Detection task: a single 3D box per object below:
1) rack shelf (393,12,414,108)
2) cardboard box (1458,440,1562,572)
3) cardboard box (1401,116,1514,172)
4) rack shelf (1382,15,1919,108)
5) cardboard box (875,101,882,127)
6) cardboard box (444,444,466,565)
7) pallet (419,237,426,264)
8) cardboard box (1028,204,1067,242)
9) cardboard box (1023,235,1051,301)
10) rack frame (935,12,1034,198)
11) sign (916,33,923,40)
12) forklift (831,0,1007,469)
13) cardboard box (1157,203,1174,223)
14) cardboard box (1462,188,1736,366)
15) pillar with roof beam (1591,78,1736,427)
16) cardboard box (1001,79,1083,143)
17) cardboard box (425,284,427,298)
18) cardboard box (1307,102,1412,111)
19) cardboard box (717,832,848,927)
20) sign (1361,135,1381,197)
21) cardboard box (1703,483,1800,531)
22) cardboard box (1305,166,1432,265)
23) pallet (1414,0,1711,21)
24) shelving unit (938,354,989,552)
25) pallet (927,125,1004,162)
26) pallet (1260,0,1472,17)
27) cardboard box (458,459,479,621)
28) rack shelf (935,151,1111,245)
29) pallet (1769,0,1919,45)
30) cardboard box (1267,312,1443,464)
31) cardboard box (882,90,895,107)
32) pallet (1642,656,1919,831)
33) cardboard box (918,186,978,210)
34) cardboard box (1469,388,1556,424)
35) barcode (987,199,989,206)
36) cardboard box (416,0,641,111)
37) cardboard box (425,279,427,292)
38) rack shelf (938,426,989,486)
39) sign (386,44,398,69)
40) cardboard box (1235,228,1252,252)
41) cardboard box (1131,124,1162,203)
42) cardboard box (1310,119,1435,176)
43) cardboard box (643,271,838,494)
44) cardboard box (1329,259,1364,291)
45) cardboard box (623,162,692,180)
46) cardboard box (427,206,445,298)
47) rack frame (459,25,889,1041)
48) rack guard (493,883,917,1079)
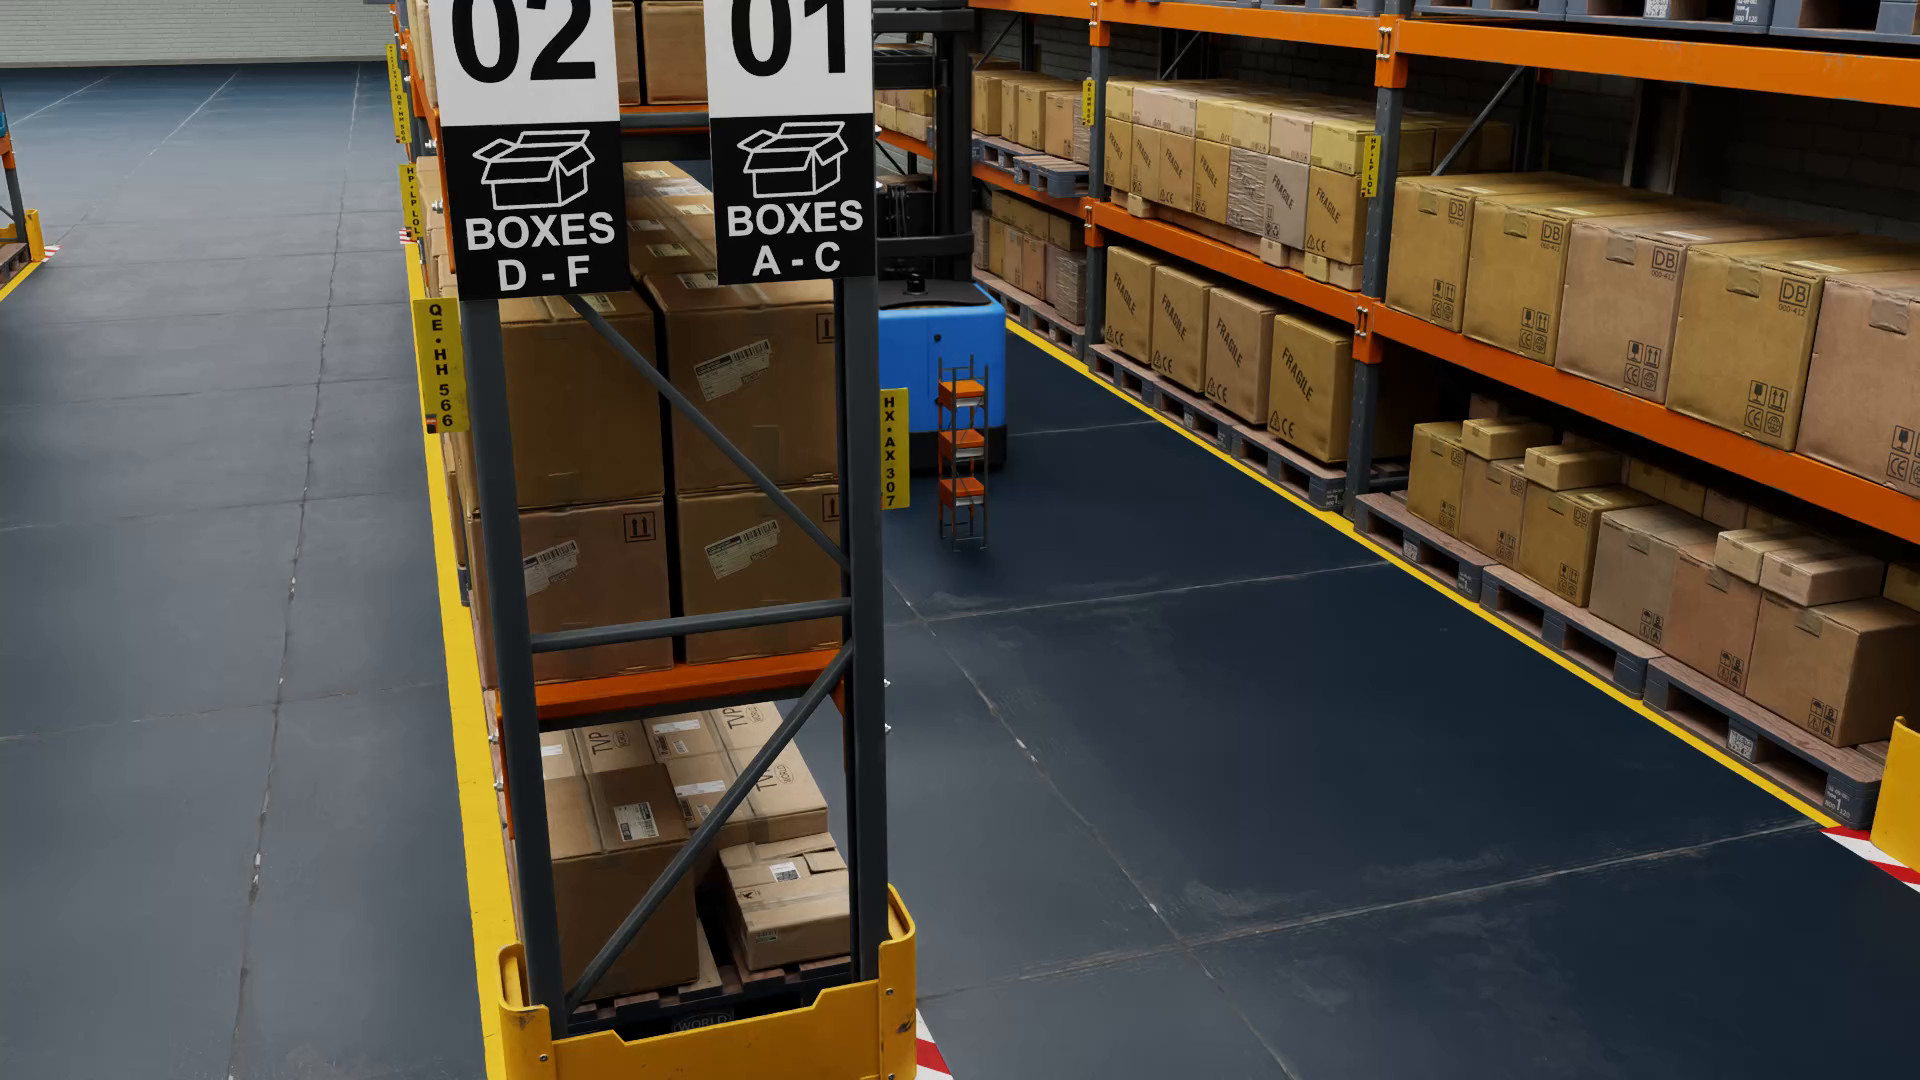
[{"bbox_3d":[-2.583,-2.770,9.318,1.077,0.370,4.000,-6,21,-17],"label":"rack shelf"},{"bbox_3d":[3.040,-0.191,8.588,0.700,0.500,0.500,-7,21,-18],"label":"cardboard box"},{"bbox_3d":[2.850,-2.307,9.676,0.500,0.250,0.500,-6,21,-16],"label":"cardboard box"},{"bbox_3d":[3.376,-2.014,7.213,1.077,0.370,4.000,-6,21,-17],"label":"rack shelf"},{"bbox_3d":[-0.685,-4.690,18.229,0.500,0.250,0.500,-6,21,-17],"label":"cardboard box"},{"bbox_3d":[-2.381,-0.214,8.621,0.500,0.500,0.500,-7,21,-17],"label":"cardboard box"},{"bbox_3d":[-2.932,-2.038,10.938,1.213,0.211,1.003,-6,21,-17],"label":"pallet"},{"bbox_3d":[0.928,-2.829,14.794,0.500,0.250,0.500,-6,21,-17],"label":"cardboard box"},{"bbox_3d":[0.980,-2.456,14.865,0.700,0.500,0.500,-7,21,-17],"label":"cardboard box"},{"bbox_3d":[0.233,-4.150,16.533,1.000,3.000,0.127,-6,21,-17],"label":"rack frame"},{"bbox_3d":[-0.491,-6.180,20.003,0.100,0.325,0.005,-6,21,-17],"label":"sign"},{"bbox_3d":[-0.513,-2.265,11.385,1.130,2.935,3.031,-4,20,-12],"label":"forklift"},{"bbox_3d":[1.644,-2.383,11.957,0.380,0.149,0.250,-7,21,-18],"label":"cardboard box"},{"bbox_3d":[3.127,-1.313,8.191,0.980,0.700,0.700,-7,21,-19],"label":"cardboard box"},{"bbox_3d":[-0.298,-3.816,6.728,9.100,9.000,0.400,-6,21,-17],"label":"pillar with roof beam"},{"bbox_3d":[0.766,-3.849,14.896,0.700,0.500,0.500,-4,20,-10],"label":"cardboard box"},{"bbox_3d":[-4.252,-2.040,14.105,0.500,0.250,0.500,-7,21,-19],"label":"cardboard box"},{"bbox_3d":[2.517,-2.635,10.588,0.500,0.250,0.500,-7,21,-19],"label":"cardboard box"},{"bbox_3d":[-0.581,1.104,5.446,0.380,0.166,0.250,-6,21,-17],"label":"cardboard box"},{"bbox_3d":[2.235,-2.029,9.033,0.100,0.325,0.005,-6,21,-17],"label":"sign"},{"bbox_3d":[3.600,-0.145,7.500,0.380,0.149,0.250,-6,21,-16],"label":"cardboard box"},{"bbox_3d":[2.363,-1.900,9.652,0.500,0.500,0.500,-7,21,-18],"label":"cardboard box"},{"bbox_3d":[2.994,-2.689,8.159,1.003,0.211,1.213,-6,21,-17],"label":"pallet"},{"bbox_3d":[0.017,-0.477,9.191,0.215,1.050,0.252,-6,21,-17],"label":"shelving unit"},{"bbox_3d":[0.335,-3.799,15.839,1.003,0.211,1.213,-6,21,-17],"label":"pallet"},{"bbox_3d":[2.412,-3.193,9.715,0.805,0.209,1.217,-7,21,-19],"label":"pallet"},{"bbox_3d":[-1.262,-0.099,5.108,0.500,0.500,0.500,-6,21,-17],"label":"cardboard box"},{"bbox_3d":[0.861,-3.169,14.867,1.077,0.370,4.000,-6,21,-17],"label":"rack shelf"},{"bbox_3d":[3.761,-1.906,5.979,1.003,0.211,1.213,-6,21,-17],"label":"pallet"},{"bbox_3d":[2.420,-0.963,10.220,0.750,0.750,0.750,-6,21,-17],"label":"cardboard box"},{"bbox_3d":[-0.520,-4.883,17.656,0.500,0.500,0.500,-7,21,-19],"label":"cardboard box"},{"bbox_3d":[3.679,0.765,6.974,1.003,0.211,1.213,-6,21,-17],"label":"pallet"},{"bbox_3d":[-0.131,-3.509,17.796,0.500,0.500,0.500,-8,21,-21],"label":"cardboard box"},{"bbox_3d":[3.028,-0.726,9.117,0.380,0.149,0.250,-7,21,-18],"label":"cardboard box"},{"bbox_3d":[0.291,-3.530,17.380,0.001,0.075,0.075,-6,21,-17],"label":"barcode"},{"bbox_3d":[-1.109,-1.249,4.242,0.500,0.250,0.500,-6,21,-17],"label":"cardboard box"},{"bbox_3d":[-4.091,-2.137,13.547,0.500,0.311,0.500,-6,21,-16],"label":"cardboard box"},{"bbox_3d":[0.017,-0.467,9.195,0.215,0.259,0.240,-6,21,-17],"label":"rack shelf"},{"bbox_3d":[-6.255,-5.294,18.319,0.100,0.325,0.005,-6,21,-17],"label":"sign"},{"bbox_3d":[2.015,-1.964,10.790,0.380,0.149,0.250,-7,21,-19],"label":"cardboard box"},{"bbox_3d":[1.556,-2.710,11.908,0.500,0.500,0.500,-6,21,-15],"label":"cardboard box"},{"bbox_3d":[2.358,-2.255,9.529,0.500,0.250,0.500,-6,21,-16],"label":"cardboard box"},{"bbox_3d":[-0.586,-0.459,4.631,0.500,0.500,0.500,-6,21,-16],"label":"cardboard box"},{"bbox_3d":[2.372,-1.552,9.642,0.380,0.149,0.250,-6,21,-17],"label":"cardboard box"},{"bbox_3d":[-1.386,-1.274,6.898,0.500,0.500,0.500,-7,21,-18],"label":"cardboard box"},{"bbox_3d":[-1.586,-0.895,5.845,0.500,0.500,0.500,-6,21,-16],"label":"cardboard box"},{"bbox_3d":[-0.697,0.229,4.343,1.000,3.000,0.127,-6,21,-17],"label":"rack frame"},{"bbox_3d":[-0.721,1.381,4.833,1.175,0.500,0.348,-6,21,-17],"label":"rack guard"}]
